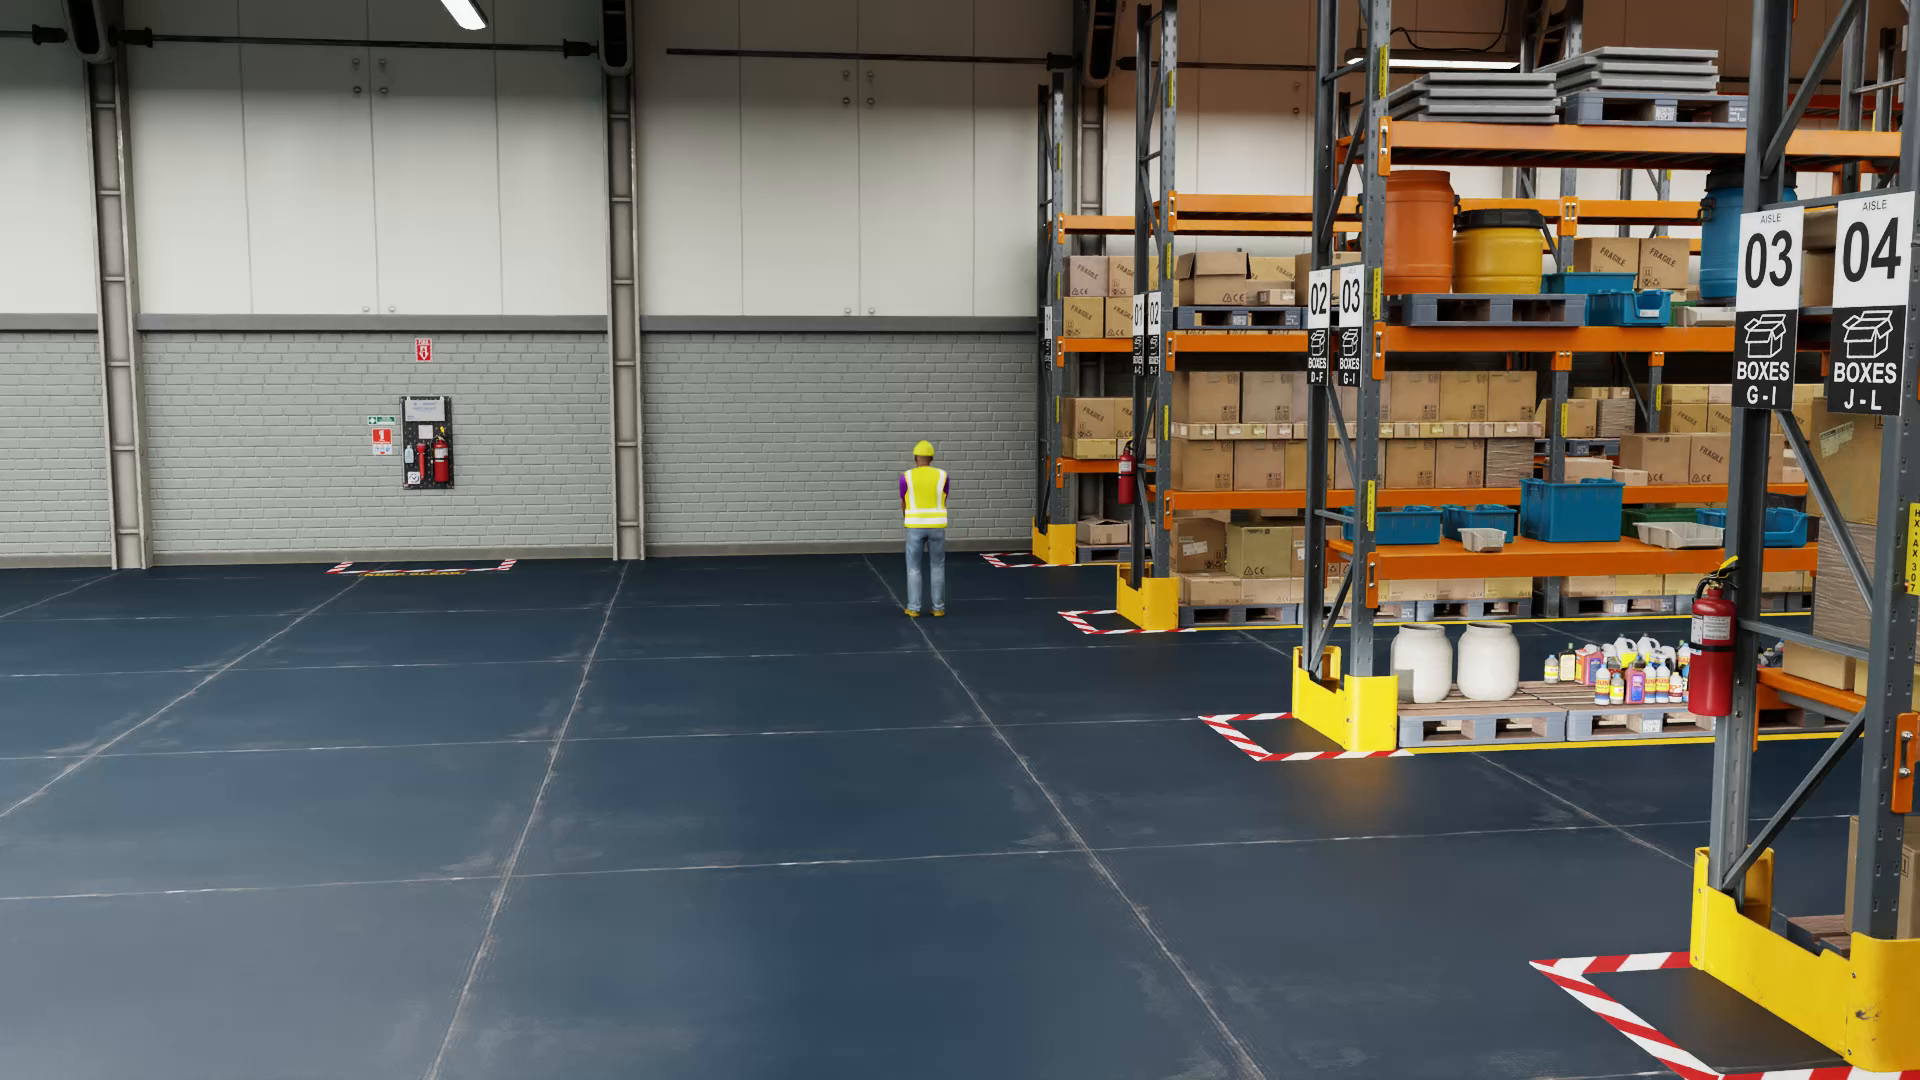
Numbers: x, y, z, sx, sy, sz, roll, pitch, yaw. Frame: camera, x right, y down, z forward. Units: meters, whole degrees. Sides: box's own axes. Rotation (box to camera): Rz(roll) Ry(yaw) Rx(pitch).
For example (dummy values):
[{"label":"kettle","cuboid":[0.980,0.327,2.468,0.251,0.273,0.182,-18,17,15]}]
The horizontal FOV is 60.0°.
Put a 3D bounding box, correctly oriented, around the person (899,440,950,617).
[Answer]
[{"label":"person","cuboid":[-0.372,-0.128,16.748,0.505,1.763,0.568,-1,7,-9]}]
